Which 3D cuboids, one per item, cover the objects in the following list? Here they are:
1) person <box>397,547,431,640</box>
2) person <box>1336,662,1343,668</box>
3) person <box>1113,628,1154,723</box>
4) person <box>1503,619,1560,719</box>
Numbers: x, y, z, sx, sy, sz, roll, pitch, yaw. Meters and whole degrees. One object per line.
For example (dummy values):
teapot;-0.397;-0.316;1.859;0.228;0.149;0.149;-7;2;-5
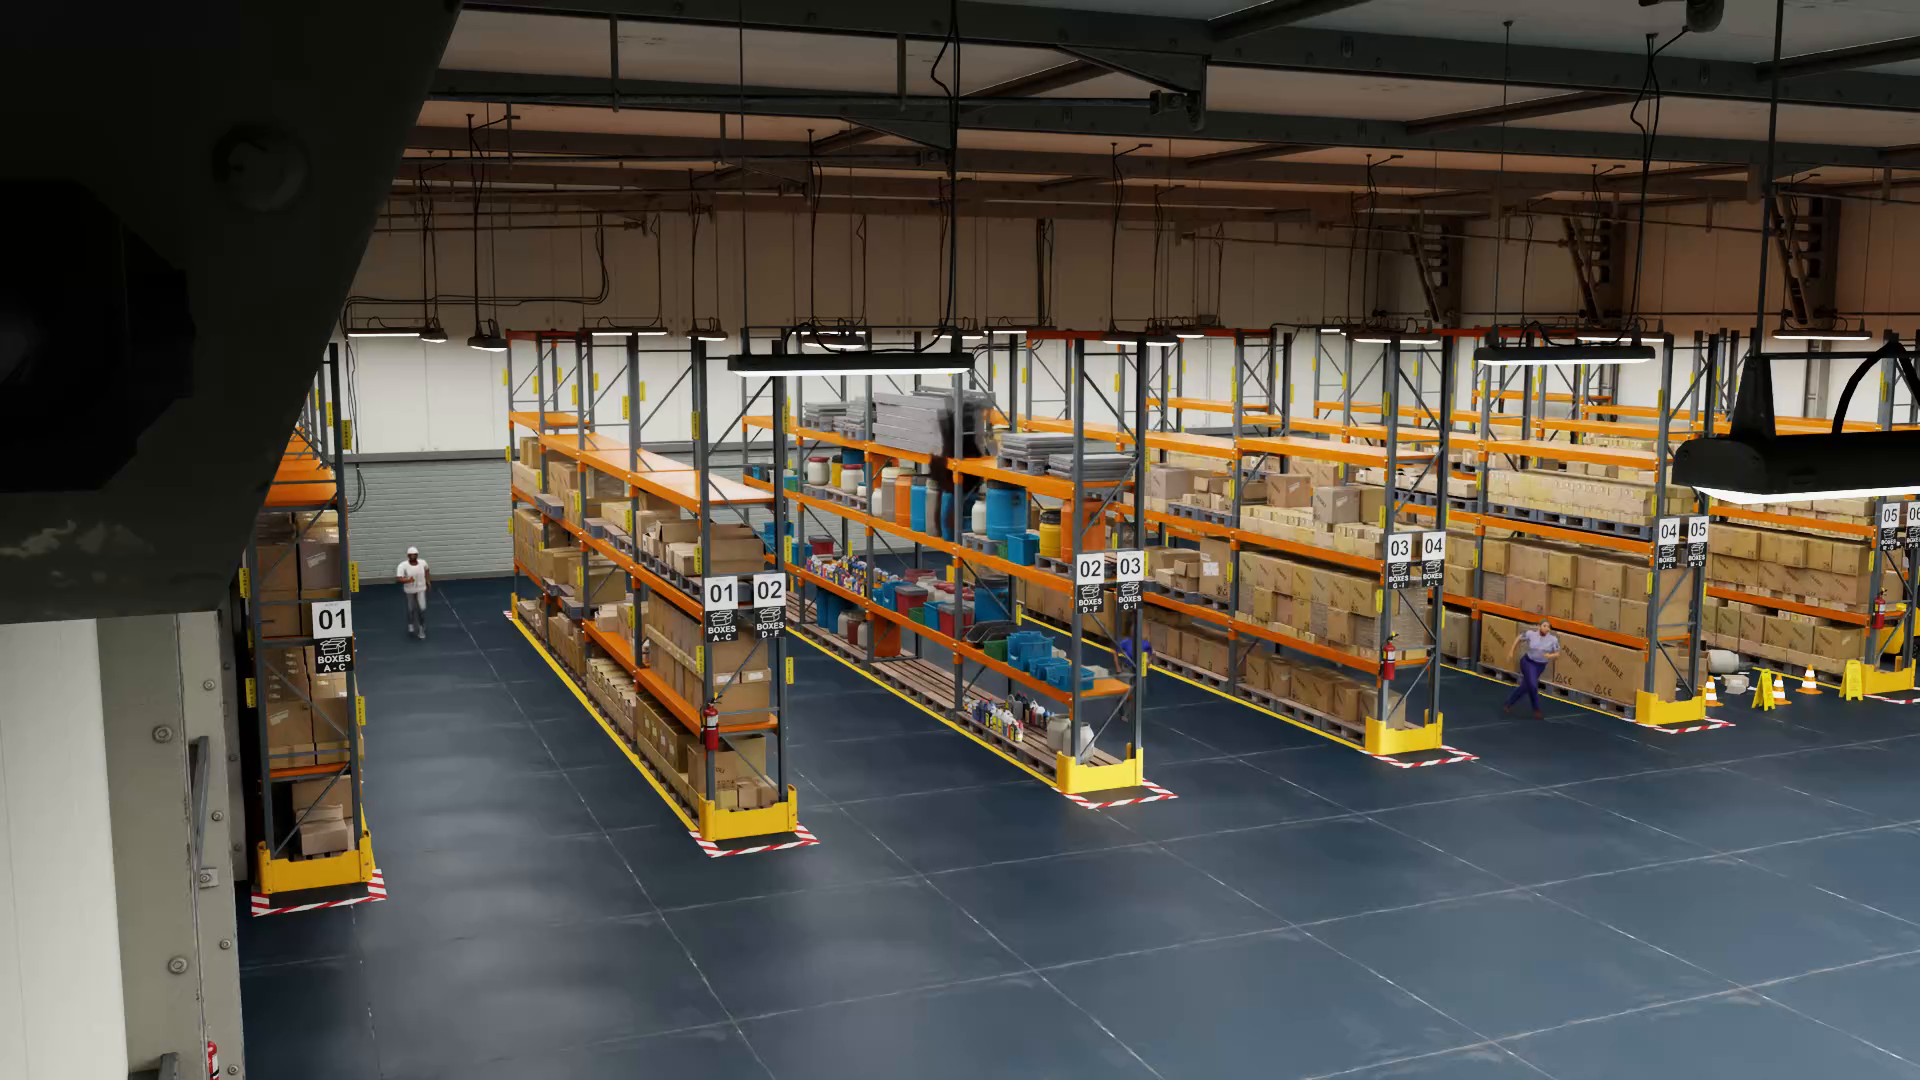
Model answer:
person;-10.679;1.034;32.562;0.664;1.823;0.853;-4;9;-26
person;6.949;1.463;29.902;0.799;1.687;0.581;0;8;-3
person;2.705;2.070;25.897;0.649;1.565;0.514;-2;8;-14
person;9.003;1.992;26.167;0.729;1.567;0.680;-1;8;-10
